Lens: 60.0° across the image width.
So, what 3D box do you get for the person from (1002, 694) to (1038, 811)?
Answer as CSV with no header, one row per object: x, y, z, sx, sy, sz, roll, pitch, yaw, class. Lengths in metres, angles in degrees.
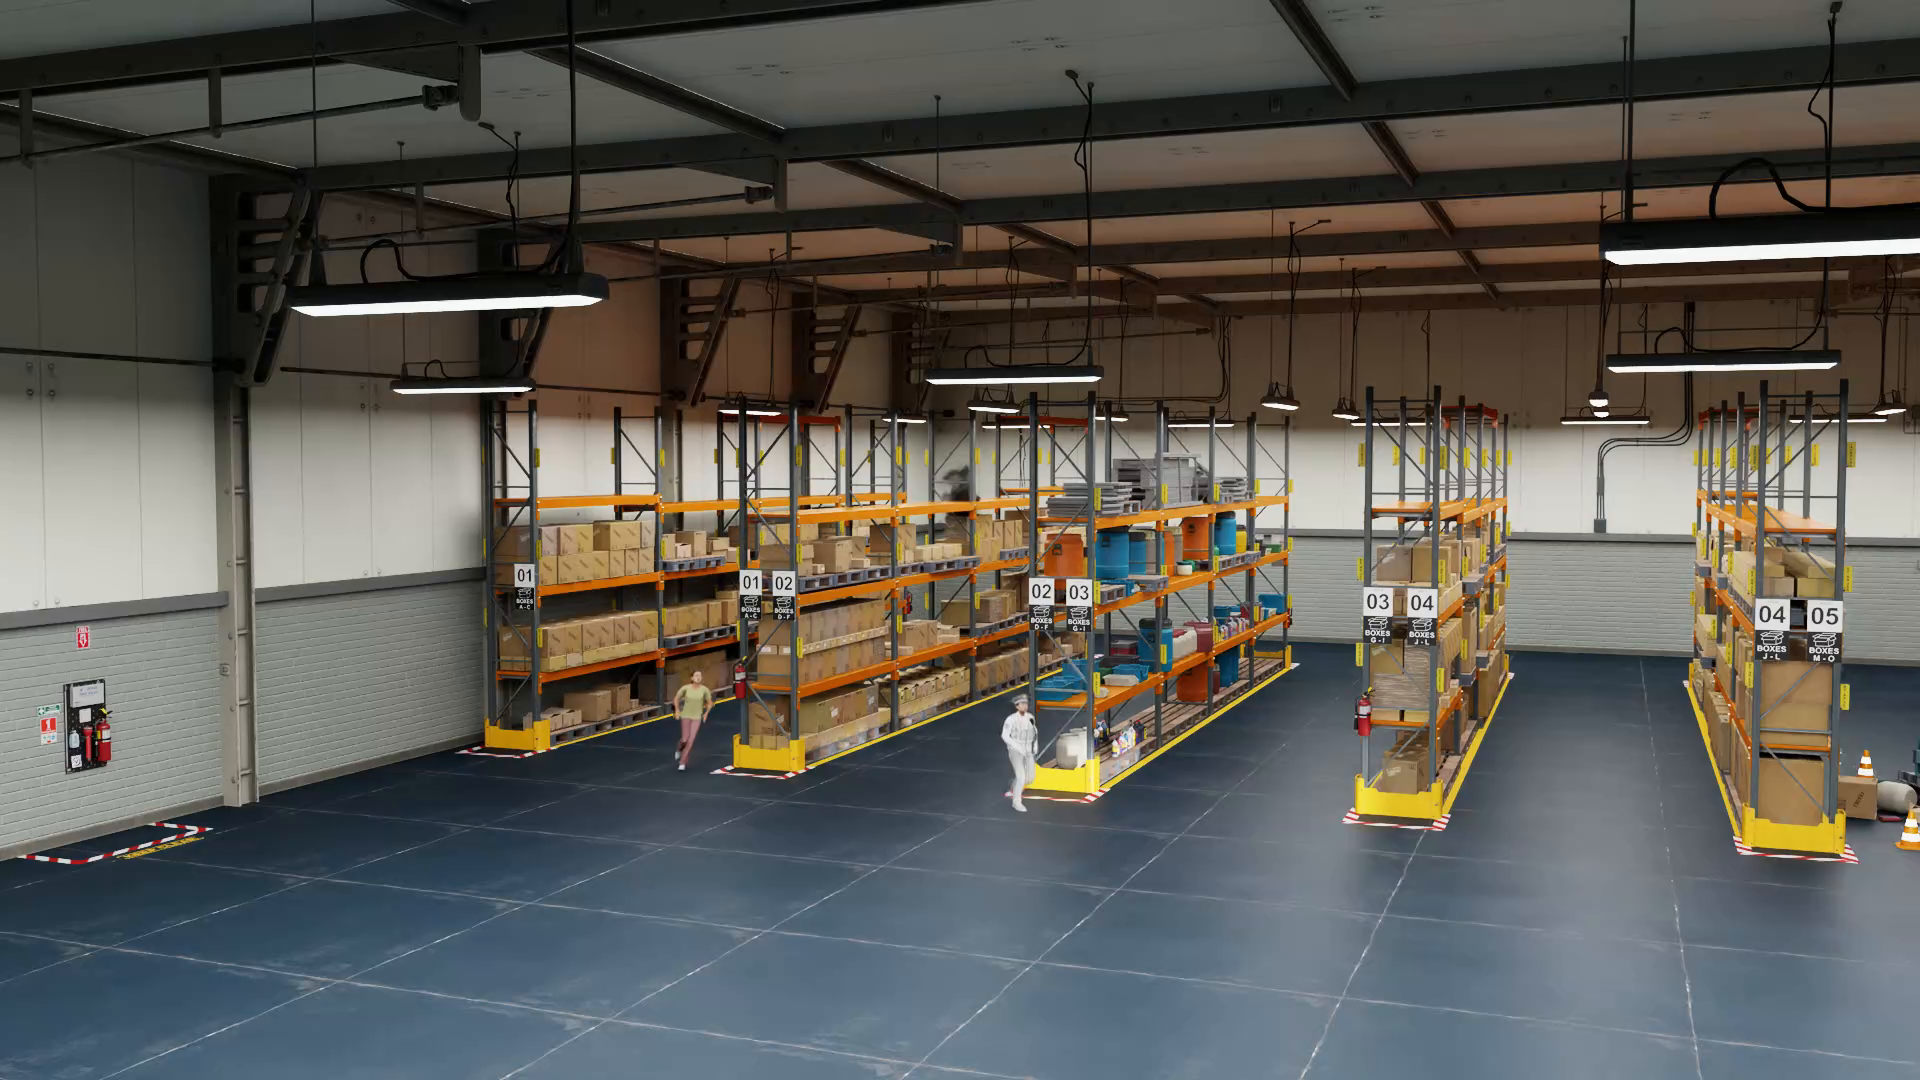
0.890,3.016,23.700,0.657,1.661,0.538,-2,3,-32,person

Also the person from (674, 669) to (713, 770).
-4.296,2.883,26.828,0.599,1.582,0.556,-1,3,-15,person
